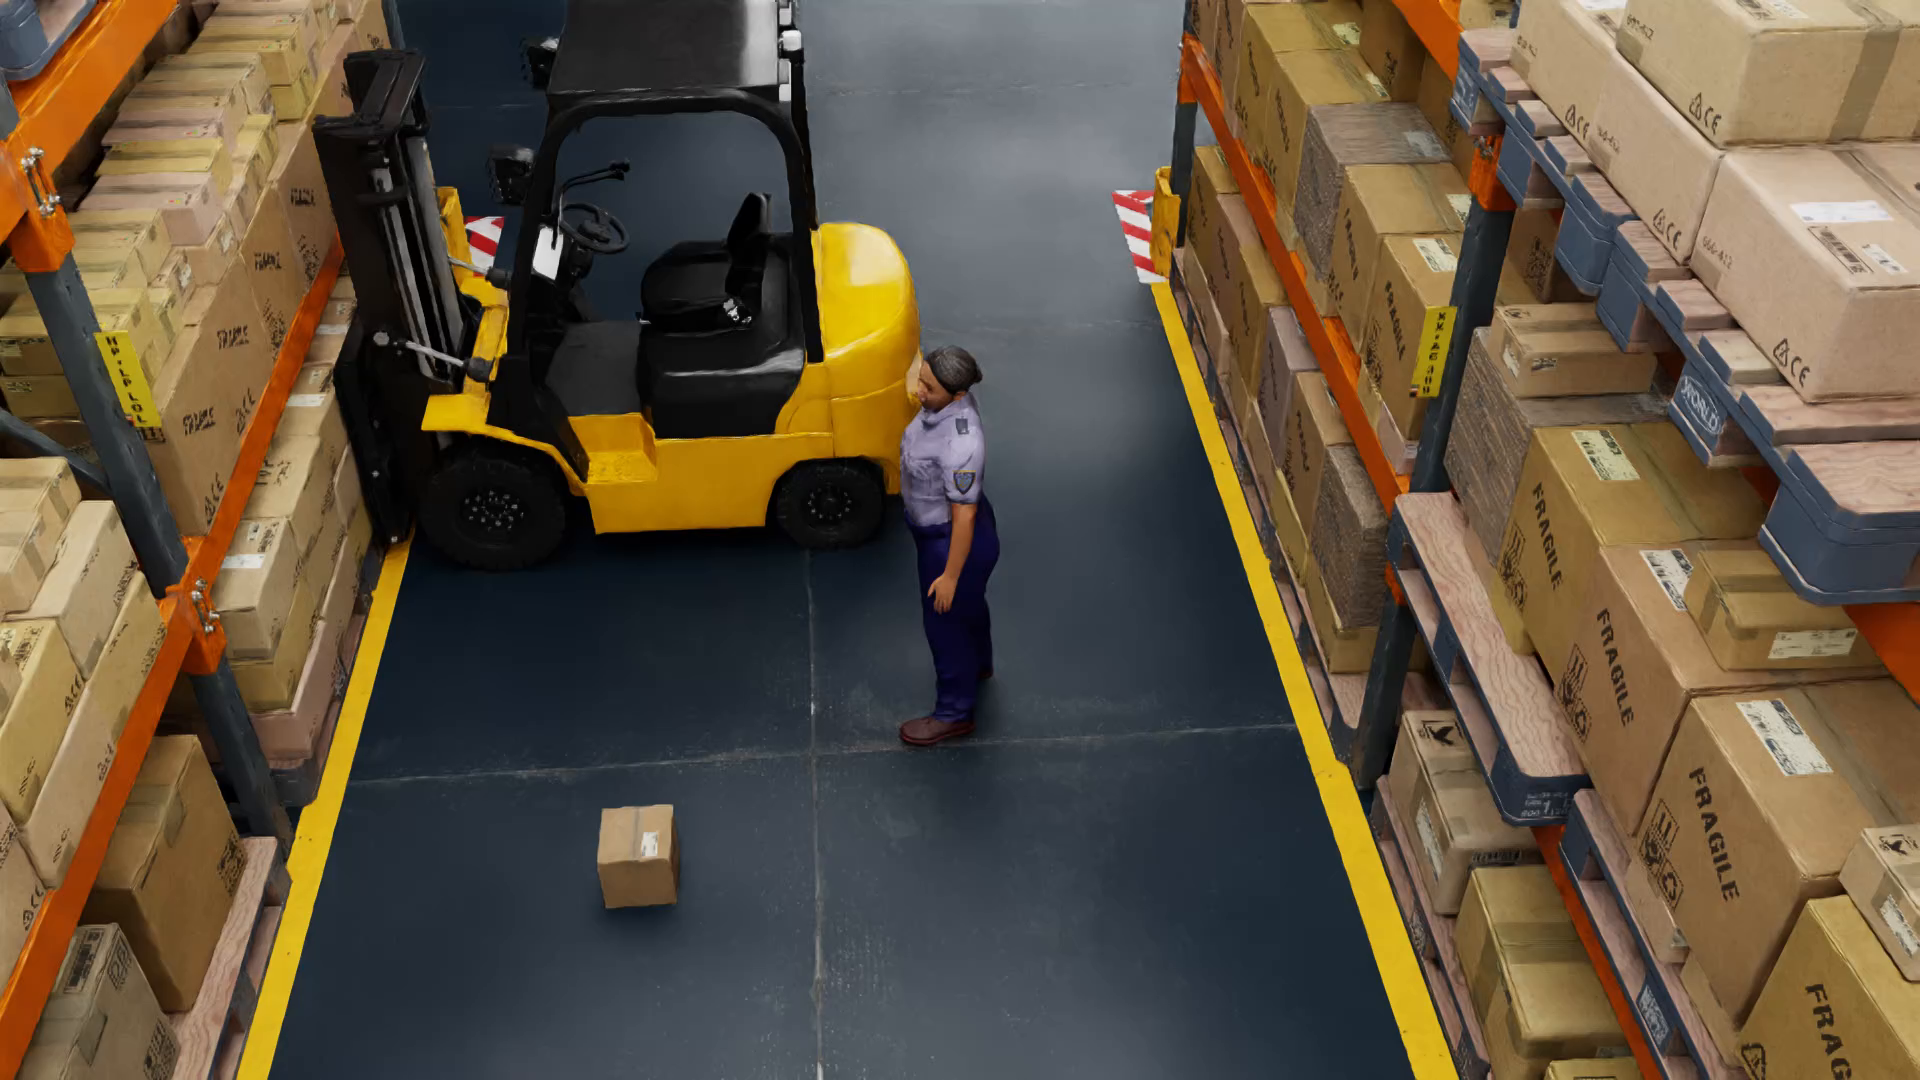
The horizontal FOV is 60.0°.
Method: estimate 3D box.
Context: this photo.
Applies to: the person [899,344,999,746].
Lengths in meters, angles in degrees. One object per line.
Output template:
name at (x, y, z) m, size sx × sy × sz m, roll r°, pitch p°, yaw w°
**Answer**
person at (-0.053, -0.007, 6.136) m, size 0.401 × 1.654 × 0.624 m, roll -3°, pitch 39°, yaw -3°
